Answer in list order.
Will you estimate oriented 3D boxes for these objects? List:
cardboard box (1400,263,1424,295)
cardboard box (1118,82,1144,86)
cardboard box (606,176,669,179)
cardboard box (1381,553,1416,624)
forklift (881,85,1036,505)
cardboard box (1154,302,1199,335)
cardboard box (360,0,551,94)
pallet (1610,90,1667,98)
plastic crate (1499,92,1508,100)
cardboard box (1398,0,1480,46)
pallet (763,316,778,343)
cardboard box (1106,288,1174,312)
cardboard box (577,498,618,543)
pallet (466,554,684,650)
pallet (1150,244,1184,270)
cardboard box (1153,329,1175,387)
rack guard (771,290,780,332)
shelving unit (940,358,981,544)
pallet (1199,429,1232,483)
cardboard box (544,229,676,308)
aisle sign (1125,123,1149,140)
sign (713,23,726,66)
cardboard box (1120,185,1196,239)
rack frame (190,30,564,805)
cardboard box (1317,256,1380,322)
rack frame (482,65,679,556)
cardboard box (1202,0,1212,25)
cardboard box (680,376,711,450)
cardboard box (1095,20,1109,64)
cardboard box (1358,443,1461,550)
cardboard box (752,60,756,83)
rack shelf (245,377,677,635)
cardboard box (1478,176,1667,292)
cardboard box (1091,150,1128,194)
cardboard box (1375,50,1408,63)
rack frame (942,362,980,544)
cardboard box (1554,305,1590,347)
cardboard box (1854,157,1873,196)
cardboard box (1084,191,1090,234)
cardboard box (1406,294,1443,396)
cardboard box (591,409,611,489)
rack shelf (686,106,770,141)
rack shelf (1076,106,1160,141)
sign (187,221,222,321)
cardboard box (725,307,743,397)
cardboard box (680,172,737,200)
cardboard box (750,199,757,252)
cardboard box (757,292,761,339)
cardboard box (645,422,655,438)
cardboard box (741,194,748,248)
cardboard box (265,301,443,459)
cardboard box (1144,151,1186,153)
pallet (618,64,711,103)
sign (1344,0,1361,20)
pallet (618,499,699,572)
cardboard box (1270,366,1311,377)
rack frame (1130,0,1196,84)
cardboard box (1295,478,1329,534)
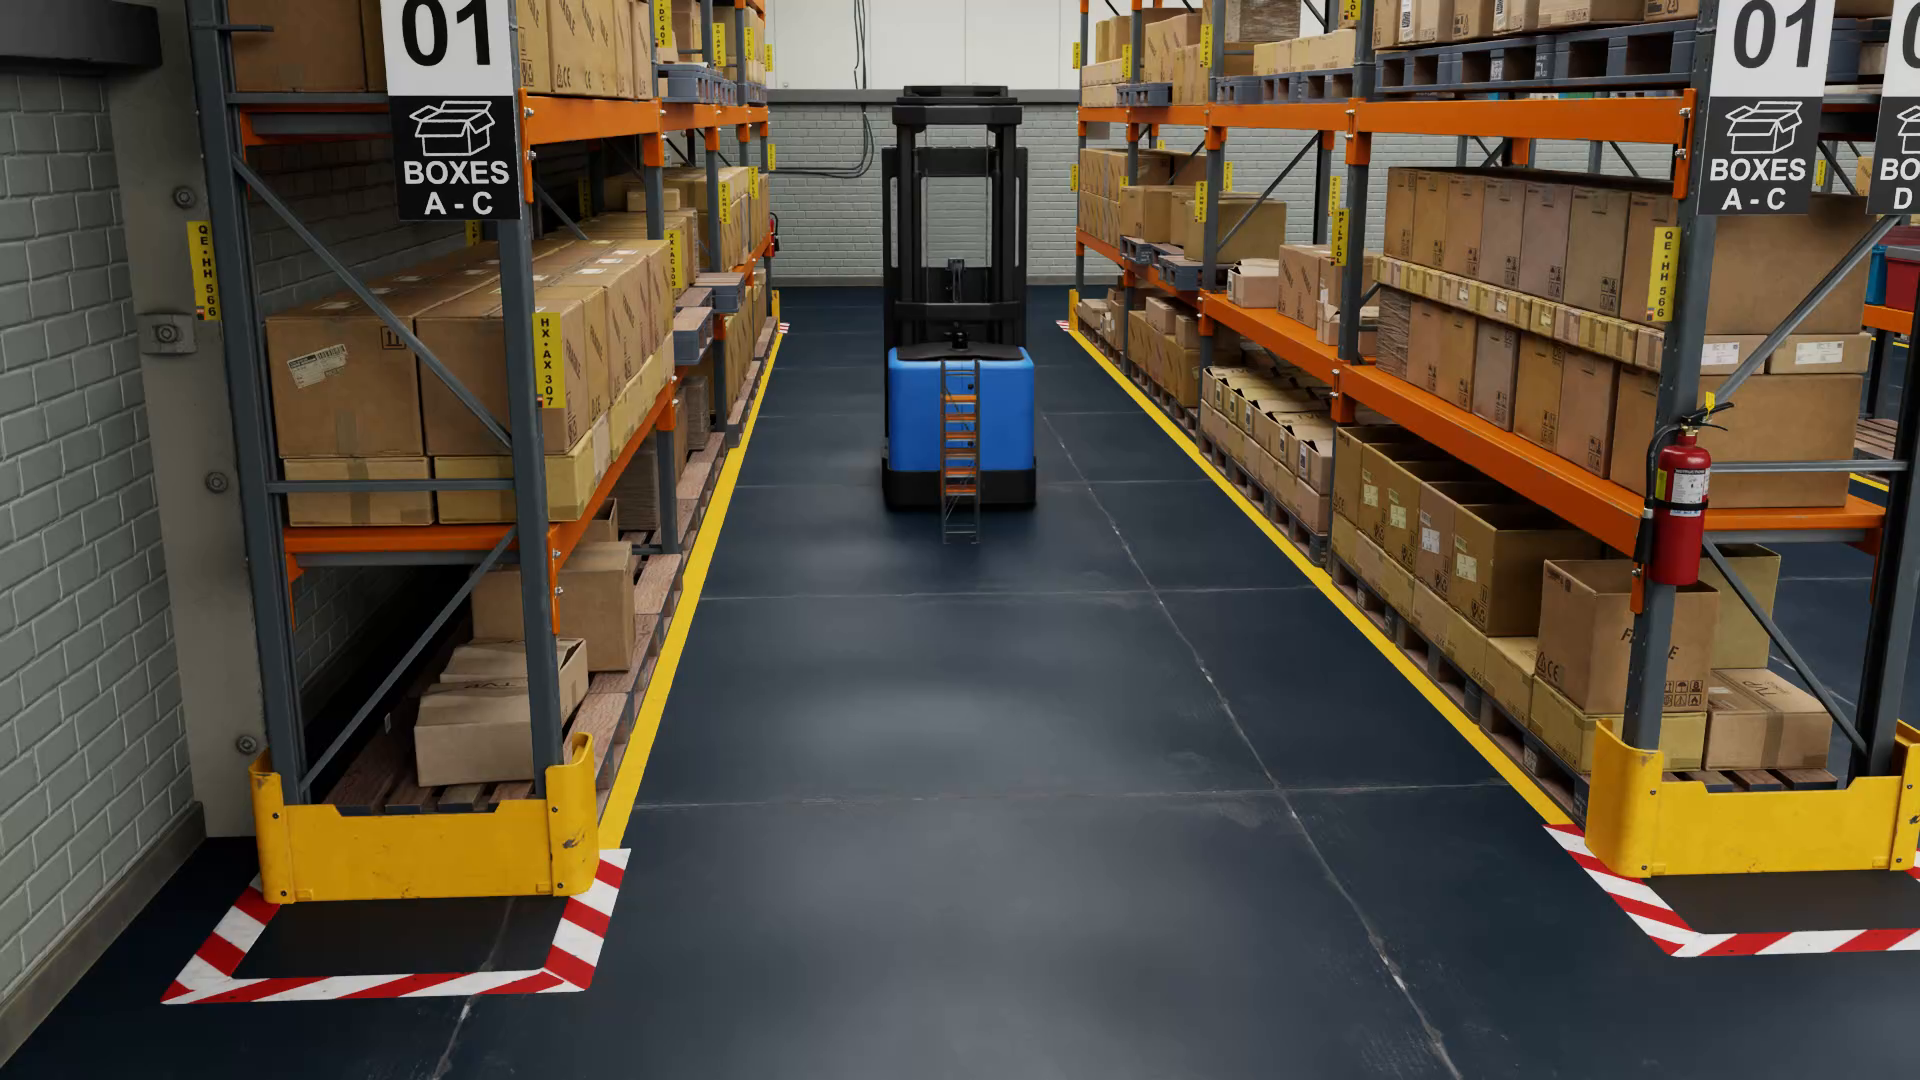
[{"bbox_3d":[2.616,-1.419,9.019,0.380,0.149,0.250,-1,14,-5],"label":"cardboard box"},{"bbox_3d":[1.968,-4.739,17.708,0.500,0.250,0.500,-1,14,-3],"label":"cardboard box"},{"bbox_3d":[-2.748,-2.973,14.220,0.500,0.250,0.500,-1,14,-5],"label":"cardboard box"},{"bbox_3d":[2.537,0.244,8.733,0.500,0.250,0.500,-1,14,-3],"label":"cardboard box"},{"bbox_3d":[-0.051,-1.979,12.835,1.130,2.935,3.031,-1,14,-2],"label":"forklift"},{"bbox_3d":[2.144,-2.111,15.838,0.500,0.250,0.500,-1,14,-4],"label":"cardboard box"},{"bbox_3d":[-1.708,-1.778,5.658,0.500,0.500,0.500,-1,14,-2],"label":"cardboard box"},{"bbox_3d":[7.354,-4.486,16.800,1.213,0.211,1.003,-1,14,-3],"label":"pallet"},{"bbox_3d":[6.780,-5.351,19.909,0.504,0.338,0.767,-1,14,-3],"label":"plastic crate"},{"bbox_3d":[2.561,-2.670,8.419,0.500,0.311,0.500,-2,15,-7],"label":"cardboard box"},{"bbox_3d":[-2.801,-2.612,20.754,1.003,0.211,1.213,-1,14,-3],"label":"pallet"},{"bbox_3d":[2.142,-2.714,19.681,0.797,0.503,0.637,-1,14,-3],"label":"cardboard box"},{"bbox_3d":[-2.081,0.080,8.831,0.500,0.500,0.500,-2,15,-8],"label":"cardboard box"},{"bbox_3d":[-2.108,0.341,9.276,1.003,0.211,1.213,-1,14,-3],"label":"pallet"},{"bbox_3d":[2.386,-2.638,15.646,1.003,0.211,1.213,-1,14,-3],"label":"pallet"},{"bbox_3d":[2.149,-1.738,15.896,0.500,0.500,0.500,-1,14,-6],"label":"cardboard box"},{"bbox_3d":[-2.930,-2.955,21.509,1.175,0.500,0.348,-1,14,-3],"label":"rack guard"},{"bbox_3d":[0.001,-0.577,10.863,0.258,1.200,0.189,-1,14,-3],"label":"shelving unit"},{"bbox_3d":[2.523,-0.692,13.292,1.003,0.211,1.213,-1,14,-3],"label":"pallet"},{"bbox_3d":[-2.210,-1.703,10.542,0.700,0.500,0.500,1,14,2],"label":"cardboard box"},{"bbox_3d":[2.317,-5.518,21.236,0.394,0.787,0.004,-1,14,-3],"label":"aisle sign"},{"bbox_3d":[-1.891,-3.881,13.034,0.100,0.325,0.005,-1,14,-3],"label":"sign"},{"bbox_3d":[2.070,-3.373,17.073,0.700,0.500,0.500,-6,16,-22],"label":"cardboard box"},{"bbox_3d":[-1.937,-0.181,5.709,1.000,3.000,0.127,-1,14,-3],"label":"rack frame"},{"bbox_3d":[2.695,-1.624,11.116,0.500,0.500,0.500,0,14,1],"label":"cardboard box"},{"bbox_3d":[-2.185,-1.175,9.575,1.000,3.000,0.127,-1,14,-3],"label":"rack frame"},{"bbox_3d":[2.427,-4.595,14.640,0.500,0.500,0.500,-1,14,-3],"label":"cardboard box"},{"bbox_3d":[-2.336,-0.994,13.005,0.700,0.500,0.500,-1,14,-3],"label":"cardboard box"},{"bbox_3d":[2.010,-5.969,19.980,0.700,0.500,0.500,-1,14,-3],"label":"cardboard box"},{"bbox_3d":[2.514,-0.243,9.123,0.500,0.500,0.500,-1,14,-3],"label":"cardboard box"},{"bbox_3d":[-2.478,-5.100,18.065,0.500,0.250,0.500,-1,14,-5],"label":"cardboard box"},{"bbox_3d":[-2.061,-0.330,7.732,1.077,0.370,4.000,-1,14,-3],"label":"rack shelf"},{"bbox_3d":[2.886,-1.445,7.818,0.700,0.500,0.500,-1,14,-3],"label":"cardboard box"},{"bbox_3d":[1.846,-4.401,19.905,0.500,0.500,0.500,-1,14,-3],"label":"cardboard box"},{"bbox_3d":[2.730,-2.990,10.065,0.500,0.250,0.500,1,14,2],"label":"cardboard box"},{"bbox_3d":[0.007,-0.555,10.774,0.240,1.200,0.006,-1,14,-3],"label":"rack frame"},{"bbox_3d":[2.746,-0.904,7.018,0.380,0.149,0.250,-1,14,-3],"label":"cardboard box"},{"bbox_3d":[11.694,-4.576,20.991,0.500,0.500,0.500,-1,14,-5],"label":"cardboard box"},{"bbox_3d":[1.817,-4.043,20.520,0.500,0.500,0.500,-1,14,-4],"label":"cardboard box"},{"bbox_3d":[2.832,-1.060,8.926,0.700,0.500,0.500,-1,14,-4],"label":"cardboard box"},{"bbox_3d":[-1.697,-0.373,6.717,0.500,0.250,0.500,-1,14,-5],"label":"cardboard box"},{"bbox_3d":[-2.804,-4.767,18.957,1.077,0.370,4.000,-1,14,-3],"label":"rack shelf"},{"bbox_3d":[2.140,-4.844,19.258,1.077,0.370,4.000,-1,14,-3],"label":"rack shelf"},{"bbox_3d":[-2.492,-0.891,5.511,0.100,0.325,0.005,-1,14,-3],"label":"sign"},{"bbox_3d":[-2.395,-1.735,15.223,0.750,0.750,0.750,-1,14,-4],"label":"cardboard box"},{"bbox_3d":[-2.310,-3.237,15.246,0.500,0.250,0.500,-1,14,-5],"label":"cardboard box"},{"bbox_3d":[-2.698,-3.445,17.796,0.980,0.700,0.700,-1,14,-3],"label":"cardboard box"},{"bbox_3d":[-2.682,-2.598,19.278,0.700,0.500,0.500,-1,14,-2],"label":"cardboard box"},{"bbox_3d":[-2.278,-0.833,10.874,0.500,0.250,0.500,-1,14,-5],"label":"cardboard box"},{"bbox_3d":[-2.359,-3.130,16.332,0.500,0.500,0.500,-1,14,-3],"label":"cardboard box"},{"bbox_3d":[-2.178,-0.595,6.074,0.500,0.500,0.500,-1,14,-4],"label":"cardboard box"},{"bbox_3d":[2.418,-4.281,19.439,0.500,0.500,0.500,0,14,-2],"label":"cardboard box"},{"bbox_3d":[-2.117,-2.692,9.828,1.213,0.211,1.003,-1,14,-3],"label":"pallet"},{"bbox_3d":[2.218,-3.098,9.357,0.100,0.325,0.005,-1,14,-3],"label":"sign"},{"bbox_3d":[-2.235,-0.019,10.675,1.003,0.211,1.213,-1,14,-3],"label":"pallet"},{"bbox_3d":[2.789,-1.265,13.471,0.500,0.311,0.500,-1,14,-2],"label":"cardboard box"},{"bbox_3d":[2.263,-6.148,16.861,1.000,3.000,0.127,-1,14,-3],"label":"rack frame"},{"bbox_3d":[2.444,-0.223,10.550,0.500,0.250,0.500,-1,14,-4],"label":"cardboard box"}]
